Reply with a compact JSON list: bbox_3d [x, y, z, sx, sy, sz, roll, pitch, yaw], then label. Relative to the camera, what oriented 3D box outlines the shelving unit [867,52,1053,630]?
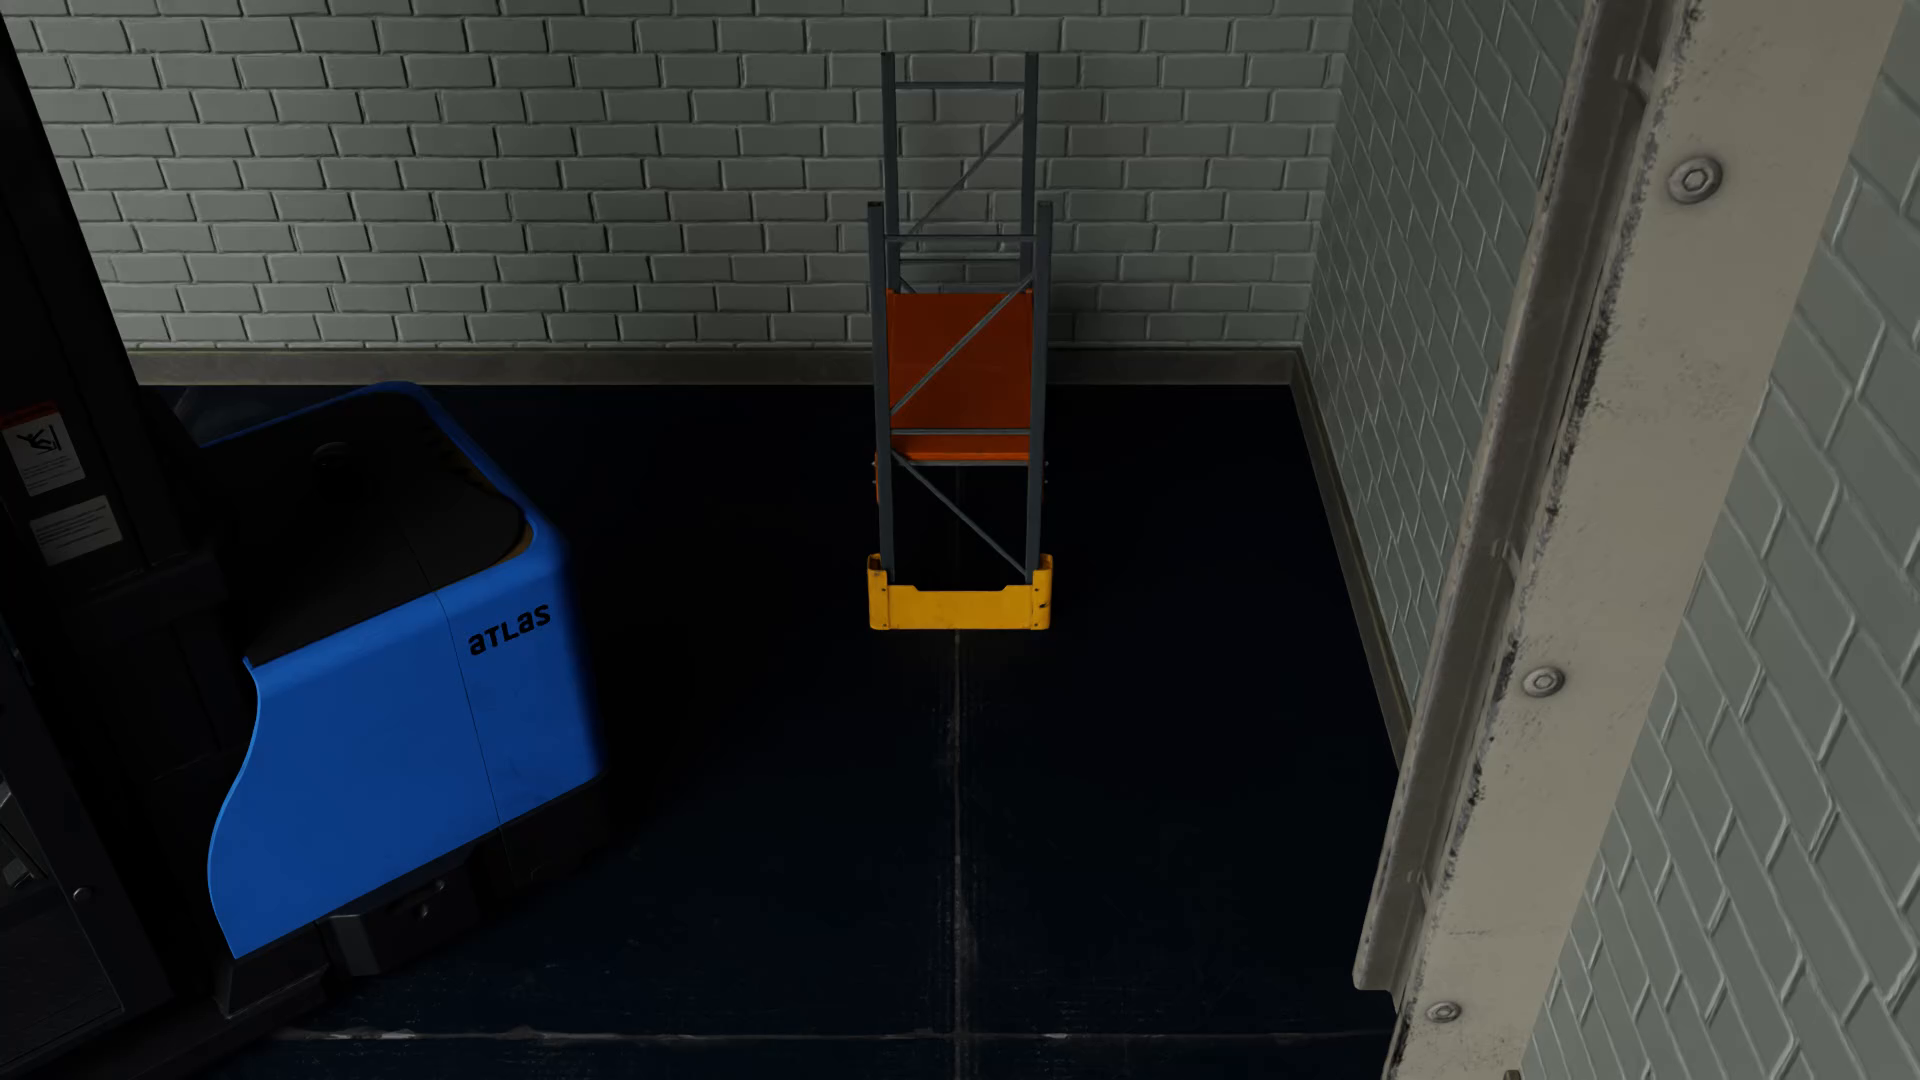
[{"bbox_3d":[0.000,-0.633,5.340,0.587,1.500,1.083,0,39,0],"label":"shelving unit"}]

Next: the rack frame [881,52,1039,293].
[{"bbox_3d":[-0.001,-0.956,5.744,0.500,1.500,0.032,0,39,0],"label":"rack frame"}]

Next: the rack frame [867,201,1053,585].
[{"bbox_3d":[0.000,-0.321,4.951,0.500,1.500,0.032,0,39,0],"label":"rack frame"}]

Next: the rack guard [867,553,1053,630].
[{"bbox_3d":[0.000,0.166,5.343,0.587,0.250,0.087,0,39,0],"label":"rack guard"}]

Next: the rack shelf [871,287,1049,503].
[{"bbox_3d":[0.000,-0.498,5.460,0.538,0.185,1.000,0,39,0],"label":"rack shelf"}]

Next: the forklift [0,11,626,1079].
[{"bbox_3d":[-2.412,0.030,3.369,3.031,2.935,1.130,-26,45,-29],"label":"forklift"}]

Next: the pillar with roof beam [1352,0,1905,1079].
[{"bbox_3d":[-3.128,-2.259,1.372,9.100,9.000,0.400,0,39,0],"label":"pillar with roof beam"}]
